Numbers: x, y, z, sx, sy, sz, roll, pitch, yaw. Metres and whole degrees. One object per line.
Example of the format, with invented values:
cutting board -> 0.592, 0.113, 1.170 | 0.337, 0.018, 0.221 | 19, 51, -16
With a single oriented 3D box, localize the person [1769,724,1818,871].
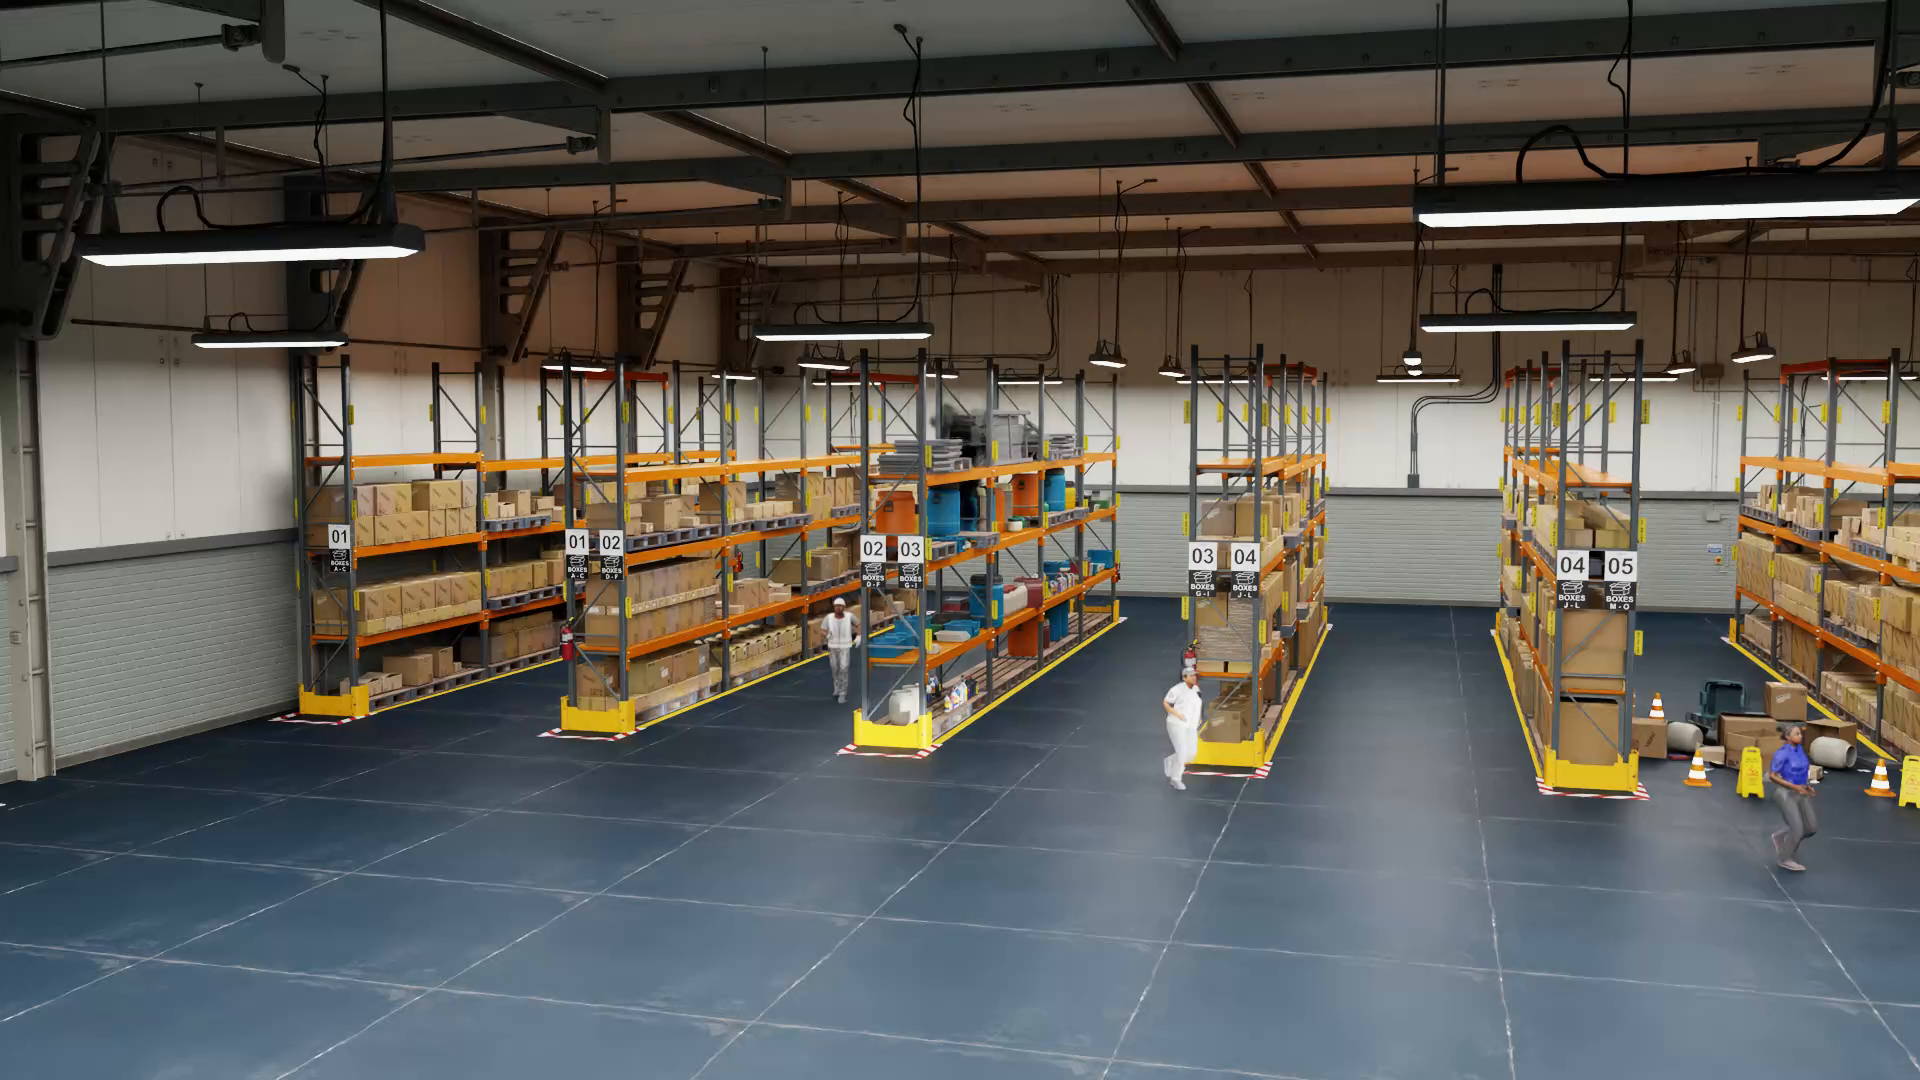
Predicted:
person -> 9.178, 2.826, 18.310 | 0.572, 1.606, 0.557 | -2, 5, -29

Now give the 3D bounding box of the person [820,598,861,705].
person -> -2.103, 1.917, 29.195 | 0.706, 1.819, 0.864 | 0, 4, 4

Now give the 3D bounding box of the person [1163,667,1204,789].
person -> 3.032, 2.522, 22.553 | 0.640, 1.618, 0.573 | -2, 5, -30
